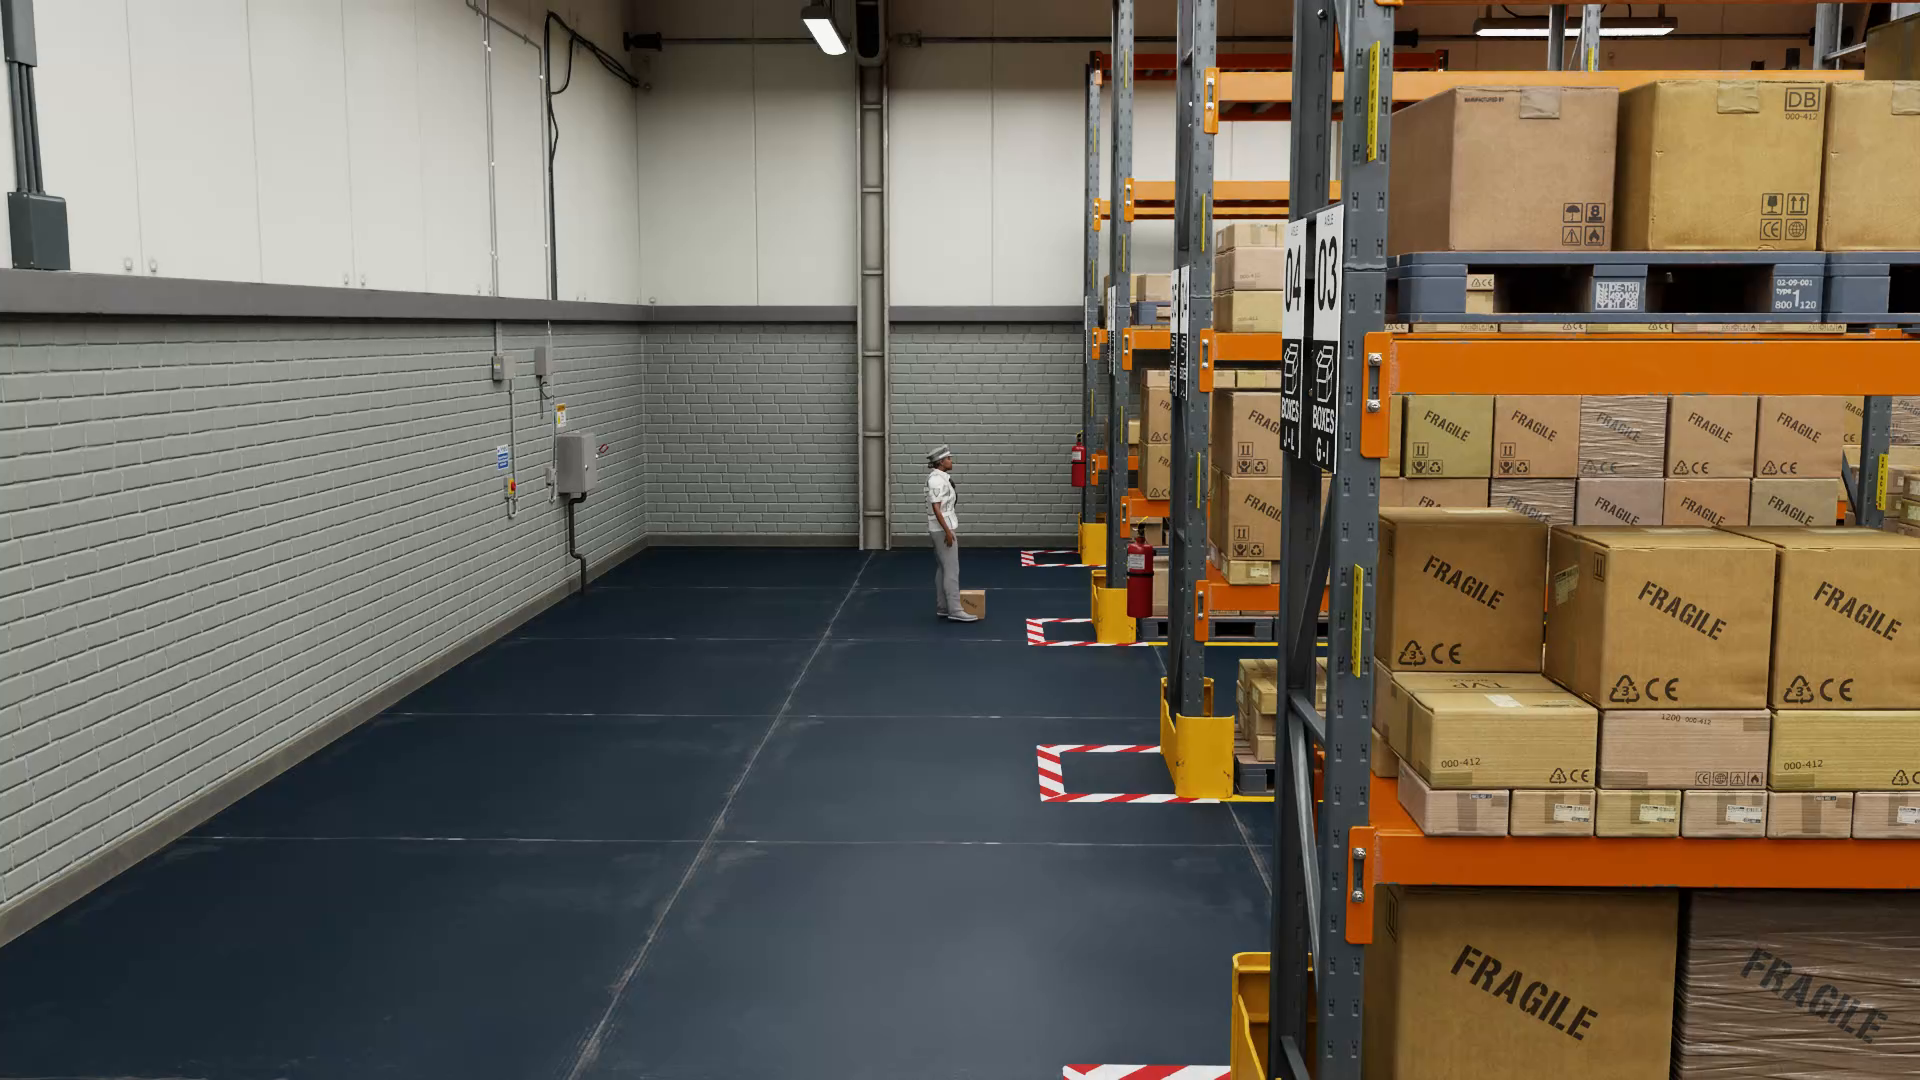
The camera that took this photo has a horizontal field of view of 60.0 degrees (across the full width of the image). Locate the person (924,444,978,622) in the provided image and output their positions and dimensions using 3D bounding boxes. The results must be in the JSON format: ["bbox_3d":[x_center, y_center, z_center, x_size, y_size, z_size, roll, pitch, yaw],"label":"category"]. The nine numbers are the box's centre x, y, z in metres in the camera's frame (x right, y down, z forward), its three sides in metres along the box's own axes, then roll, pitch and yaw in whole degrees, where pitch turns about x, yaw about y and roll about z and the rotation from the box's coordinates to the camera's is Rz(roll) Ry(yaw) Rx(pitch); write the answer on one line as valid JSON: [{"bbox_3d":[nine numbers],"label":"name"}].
[{"bbox_3d":[-0.087,-0.083,16.232,0.529,1.692,0.569,0,7,1],"label":"person"}]
